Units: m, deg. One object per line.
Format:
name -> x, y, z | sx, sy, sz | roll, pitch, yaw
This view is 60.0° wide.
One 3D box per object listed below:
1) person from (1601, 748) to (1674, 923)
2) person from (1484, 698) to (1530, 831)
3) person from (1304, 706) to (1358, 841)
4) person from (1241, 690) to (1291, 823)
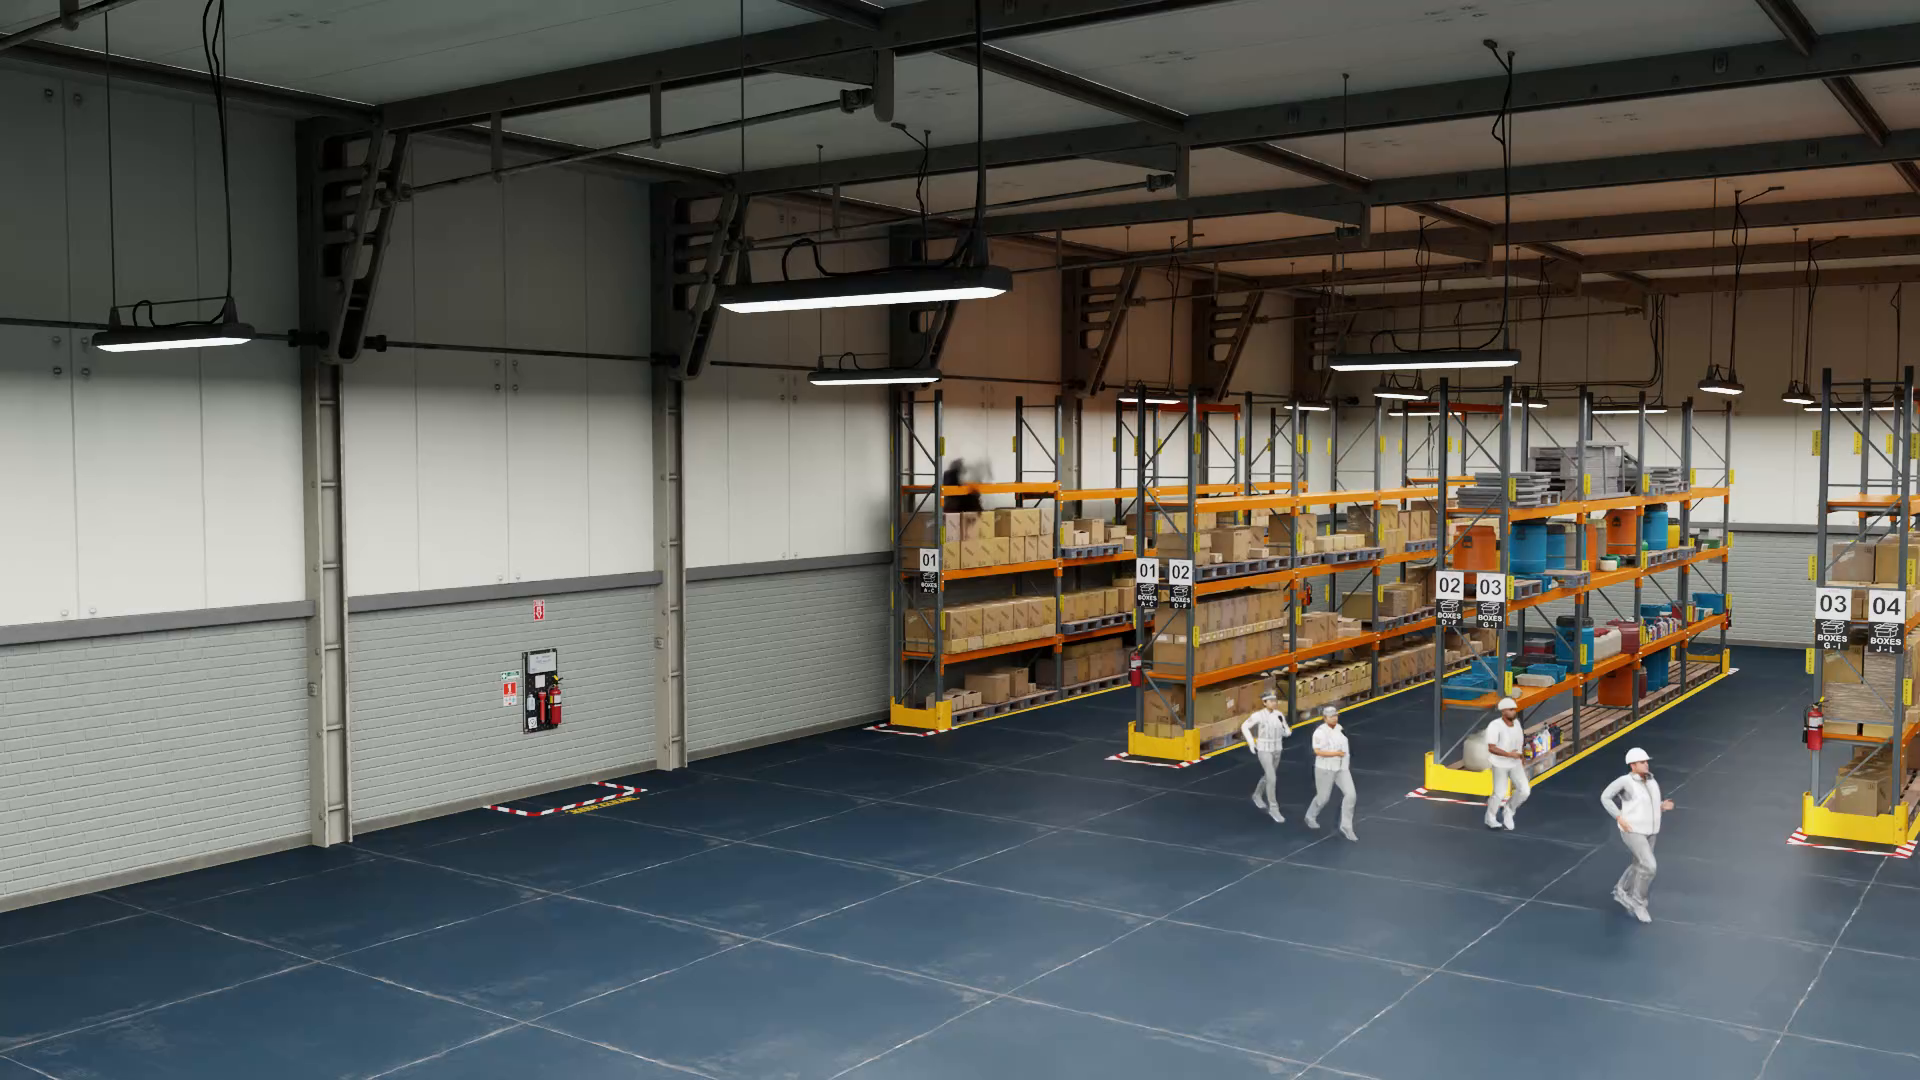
person -> 7.231, 3.128, 17.678 | 0.637, 1.824, 0.715 | -2, 4, -30
person -> 7.103, 2.910, 21.532 | 0.674, 1.736, 0.756 | -1, 3, -23
person -> 4.792, 2.987, 21.410 | 0.607, 1.703, 0.816 | -1, 3, -23
person -> 4.173, 2.880, 22.442 | 0.596, 1.730, 0.832 | -2, 4, -27
